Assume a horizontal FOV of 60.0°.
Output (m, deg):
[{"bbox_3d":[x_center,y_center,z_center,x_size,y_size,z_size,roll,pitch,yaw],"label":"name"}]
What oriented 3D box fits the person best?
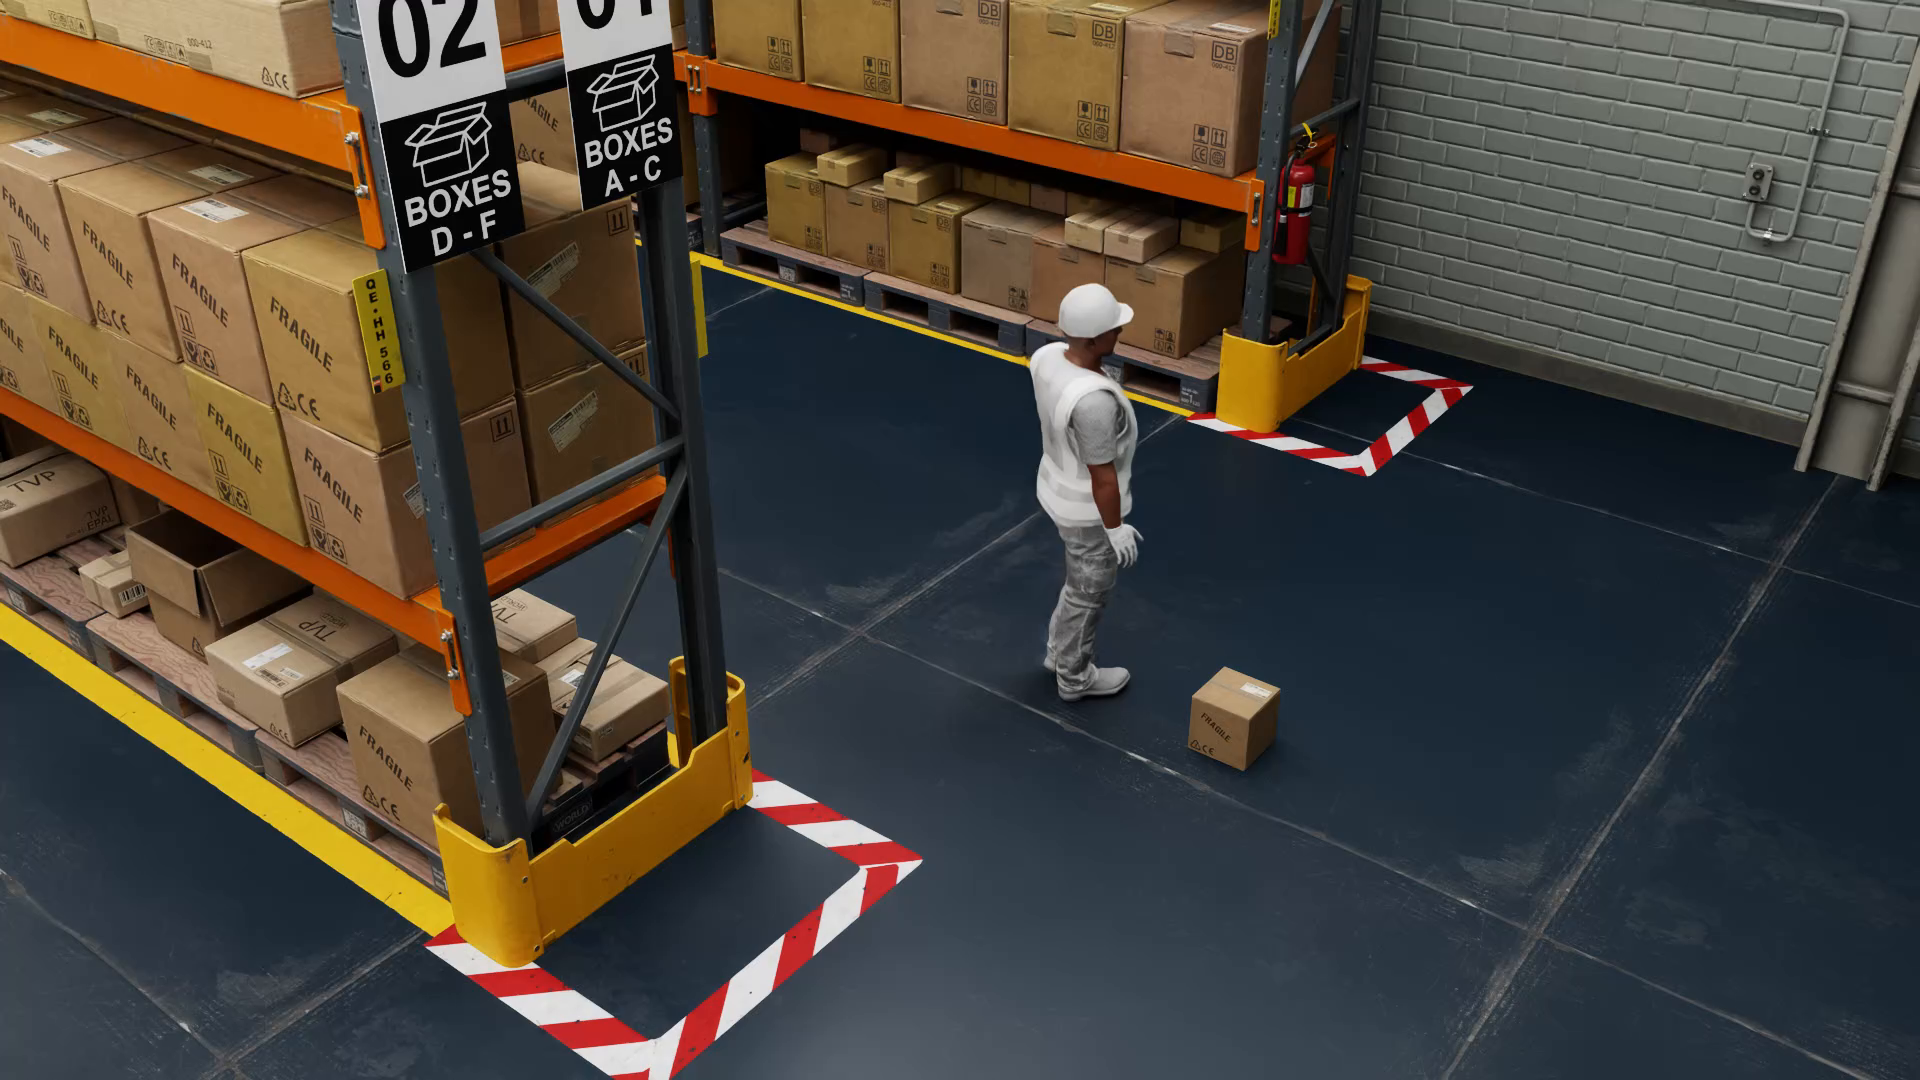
[{"bbox_3d":[0.498,-0.129,6.352,0.410,1.825,0.577,-8,31,-13],"label":"person"}]
